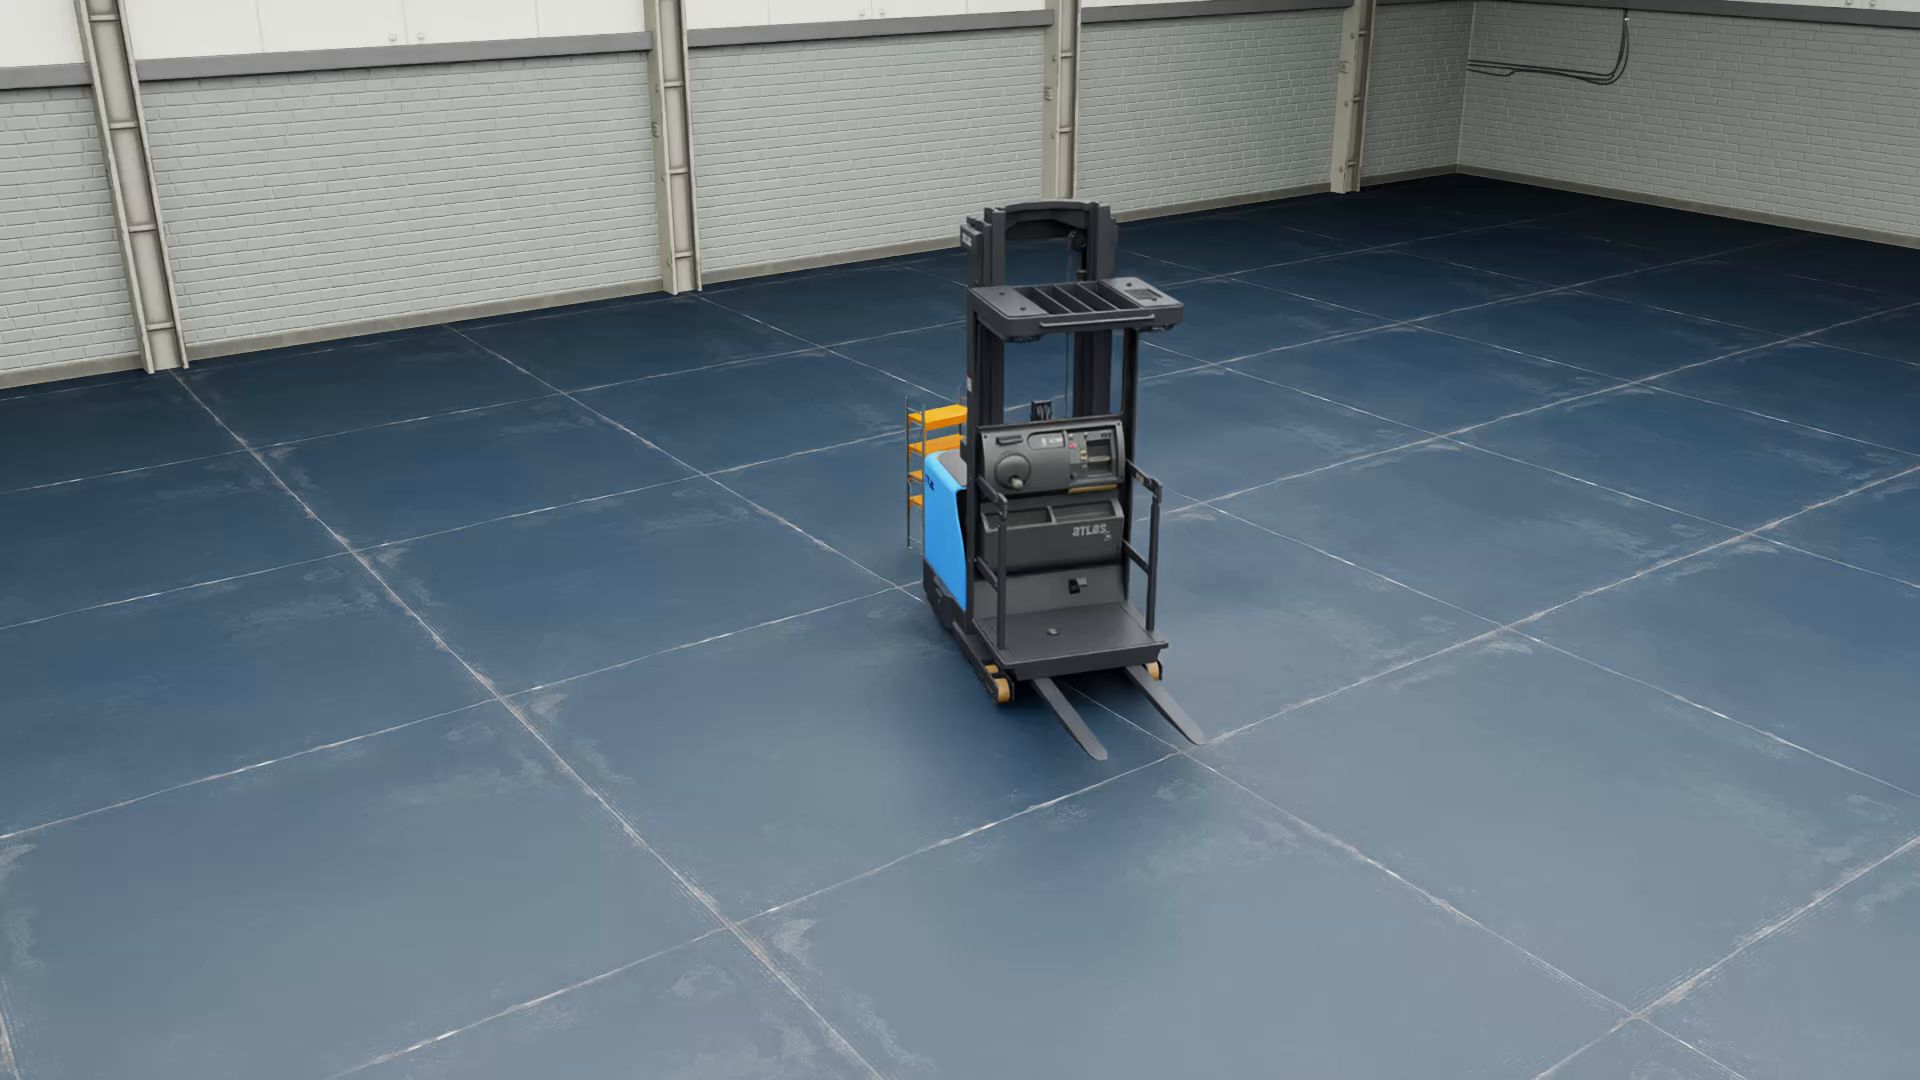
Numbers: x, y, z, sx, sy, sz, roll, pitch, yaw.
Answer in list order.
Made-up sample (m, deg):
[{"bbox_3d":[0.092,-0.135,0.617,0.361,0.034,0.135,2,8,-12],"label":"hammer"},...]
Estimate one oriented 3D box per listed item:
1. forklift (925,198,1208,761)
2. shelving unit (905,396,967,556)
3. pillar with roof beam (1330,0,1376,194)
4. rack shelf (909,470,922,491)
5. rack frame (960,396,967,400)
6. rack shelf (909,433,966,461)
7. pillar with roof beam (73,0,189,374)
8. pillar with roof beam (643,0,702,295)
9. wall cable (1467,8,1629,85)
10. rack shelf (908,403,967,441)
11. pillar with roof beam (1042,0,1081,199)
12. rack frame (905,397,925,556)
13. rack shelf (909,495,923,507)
[{"bbox_3d":[0.645,-0.502,10.201,1.121,2.935,3.031,-6,23,-15],"label":"forklift"},{"bbox_3d":[-0.136,-0.521,12.583,0.499,1.200,0.258,-15,26,-33],"label":"shelving unit"},{"bbox_3d":[8.799,-8.591,22.283,0.400,9.000,9.100,-15,26,-33],"label":"pillar with roof beam"},{"bbox_3d":[-0.134,-0.459,12.609,0.480,0.148,0.258,-15,26,-33],"label":"rack shelf"},{"bbox_3d":[0.063,-0.574,12.717,0.006,1.046,0.228,-15,26,-33],"label":"rack frame"},{"bbox_3d":[-0.134,-0.667,12.526,0.480,0.148,0.258,-15,26,-33],"label":"rack shelf"},{"bbox_3d":[-5.812,-4.695,12.520,0.400,9.000,9.100,-15,26,-33],"label":"pillar with roof beam"},{"bbox_3d":[-0.941,-5.993,15.774,0.400,9.000,9.100,-15,26,-33],"label":"pillar with roof beam"},{"bbox_3d":[9.449,-8.684,26.706,0.112,2.526,3.097,-15,26,-33],"label":"wall cable"},{"bbox_3d":[-0.134,-0.886,12.439,0.480,0.148,0.258,-15,26,-33],"label":"rack shelf"},{"bbox_3d":[3.929,-7.292,19.029,0.400,9.000,9.100,-15,26,-33],"label":"pillar with roof beam"},{"bbox_3d":[-0.332,-0.469,12.452,0.015,1.200,0.240,-15,26,-33],"label":"rack frame"},{"bbox_3d":[-0.134,-0.324,12.663,0.457,0.021,0.221,-15,26,-33],"label":"rack shelf"}]
